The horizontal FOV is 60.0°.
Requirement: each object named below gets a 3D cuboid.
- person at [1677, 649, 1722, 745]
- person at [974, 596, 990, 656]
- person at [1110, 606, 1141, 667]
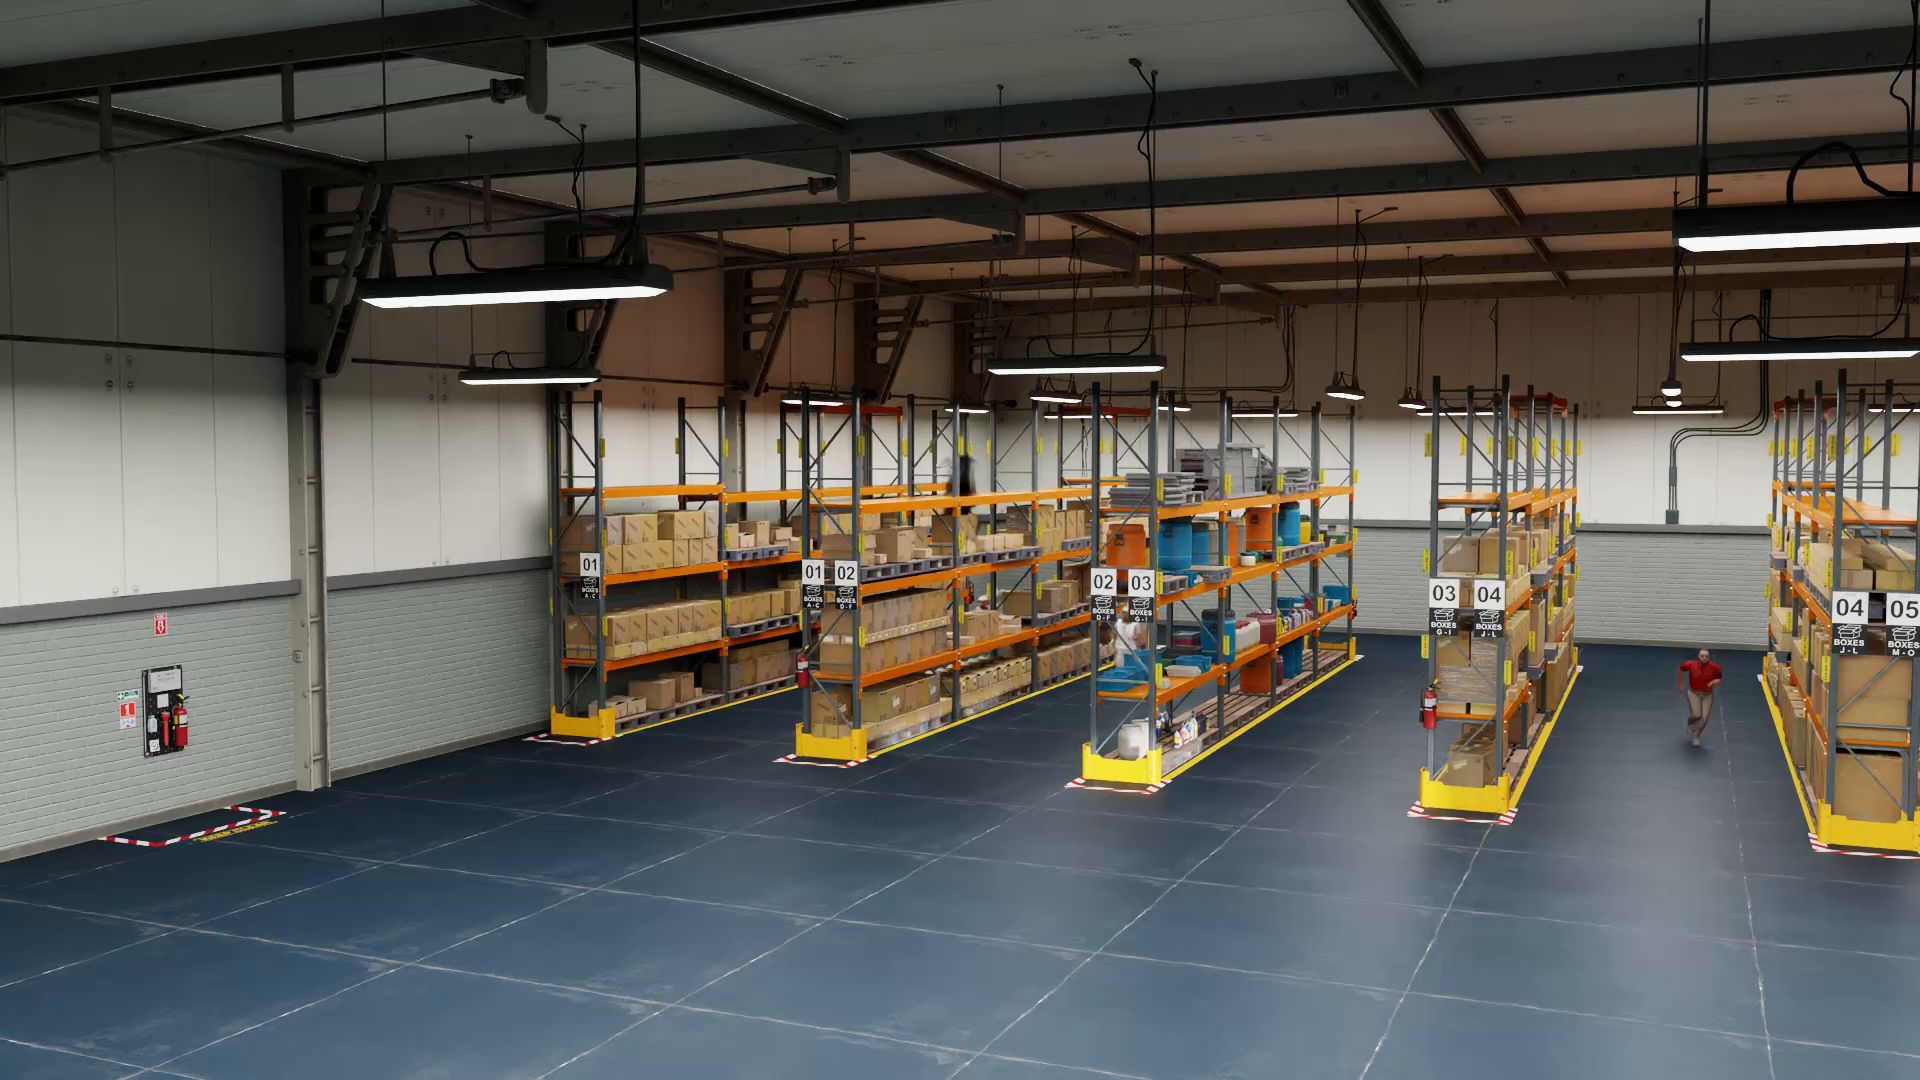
[{"bbox_3d":[12.433,2.643,27.904,0.628,1.651,0.737,0,3,6],"label":"person"},{"bbox_3d":[0.596,2.087,37.745,0.688,1.673,0.792,1,3,15],"label":"person"},{"bbox_3d":[3.365,2.242,33.866,0.650,1.791,0.710,0,3,8],"label":"person"}]
